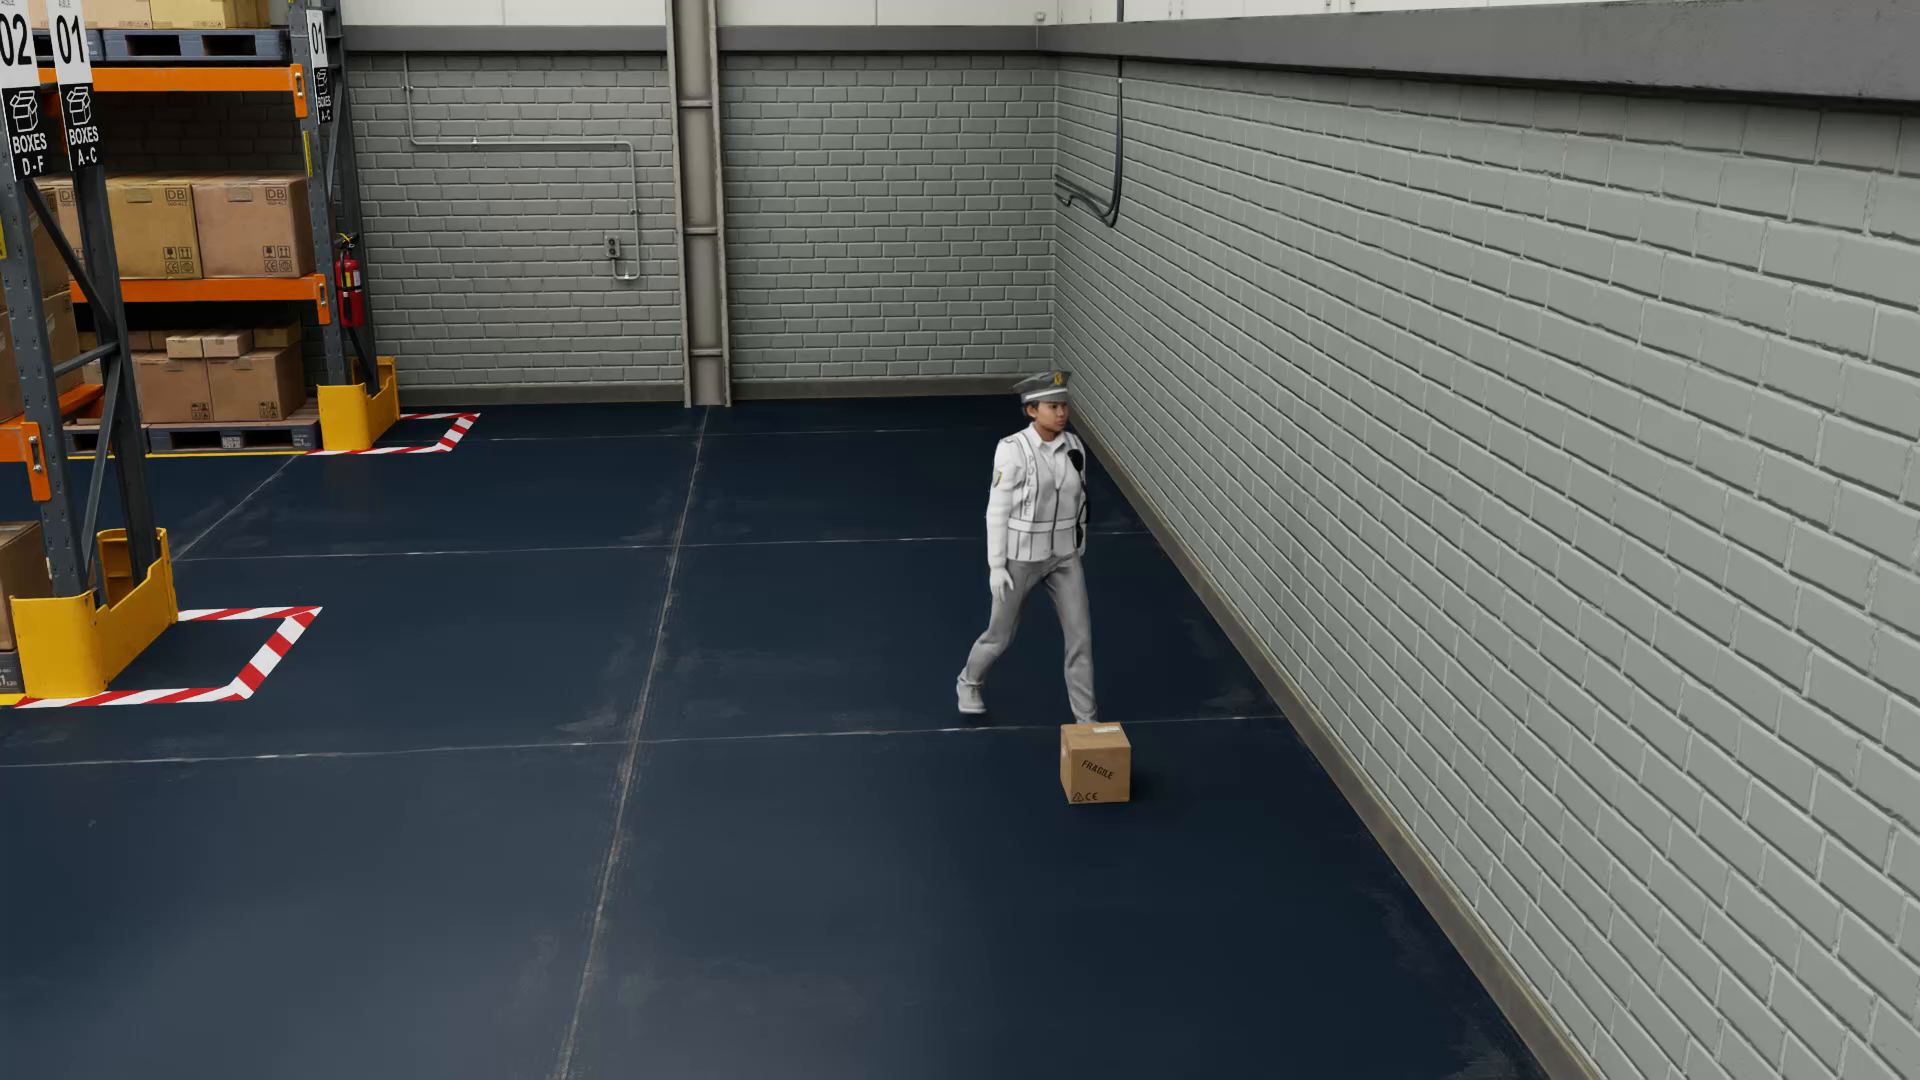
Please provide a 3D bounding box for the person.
[{"bbox_3d":[0.345,0.070,7.247,0.523,1.645,0.872,-8,19,-25],"label":"person"}]
